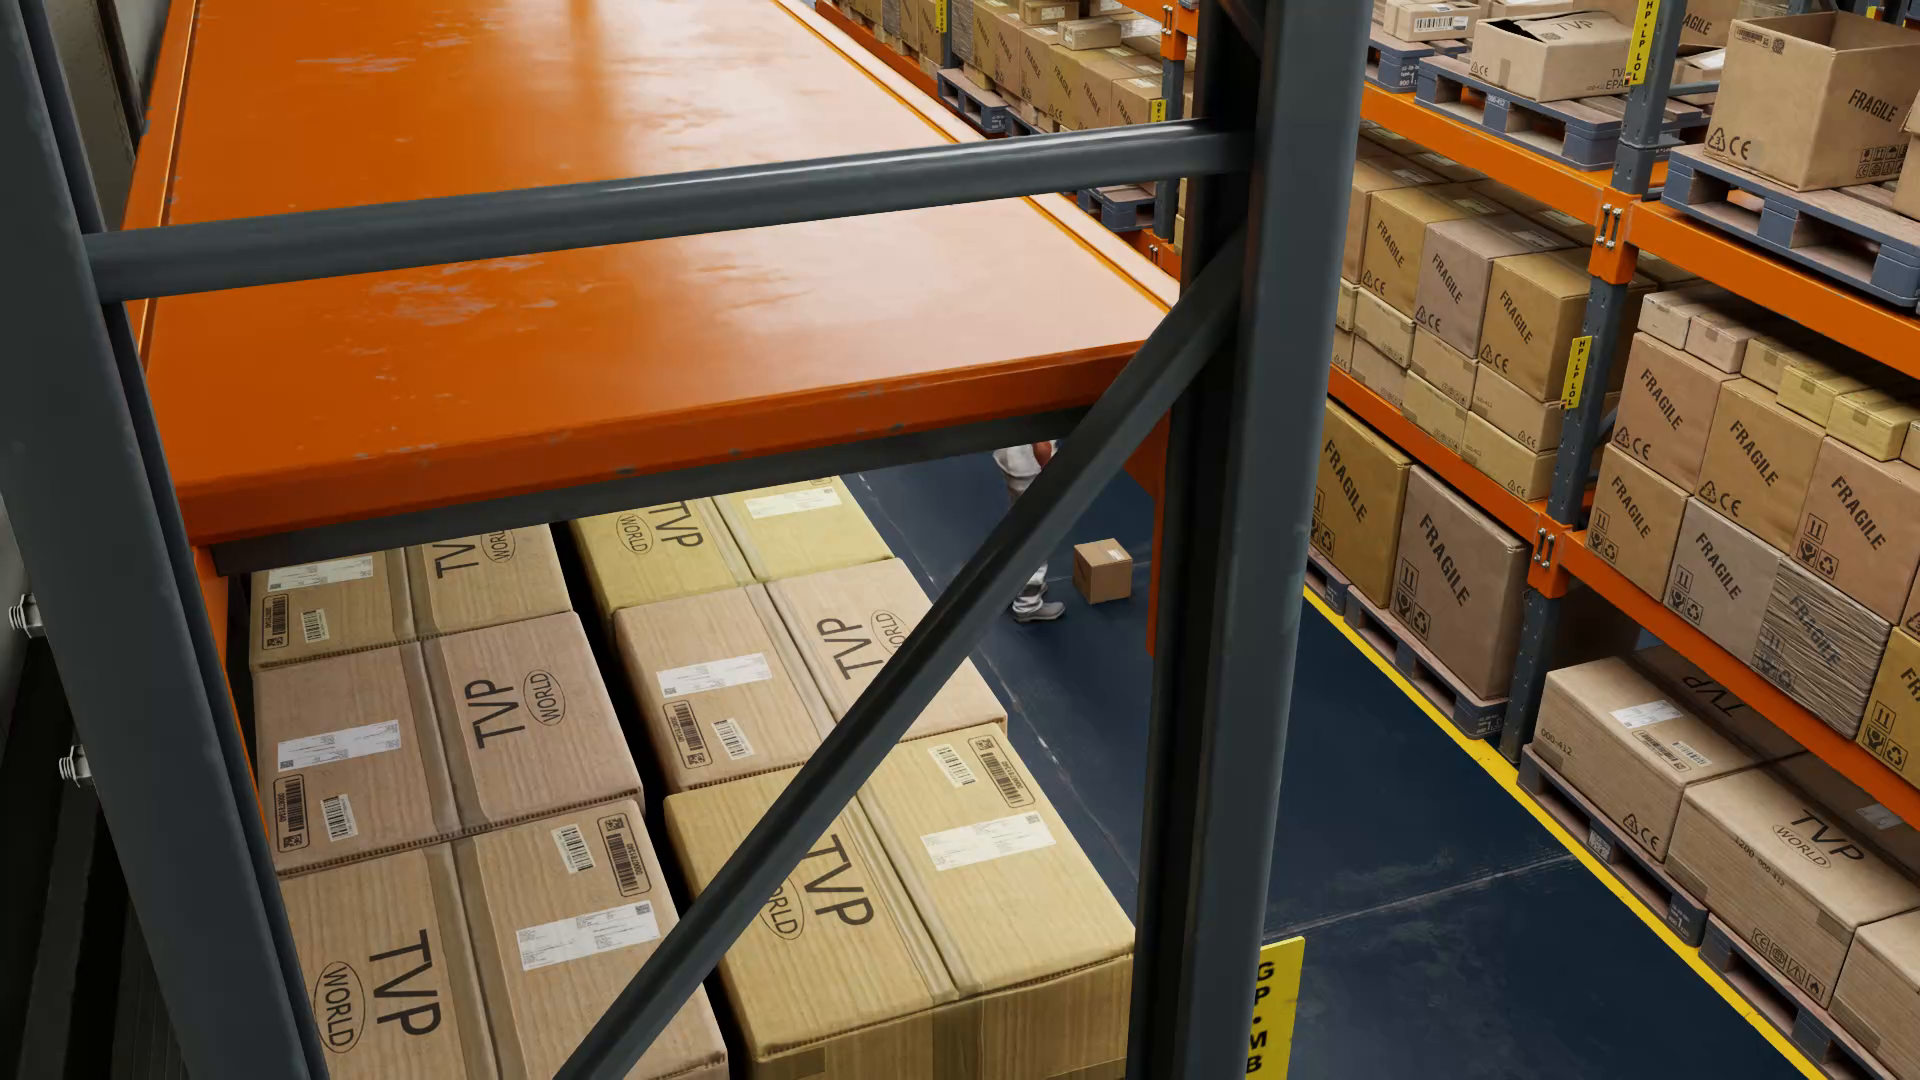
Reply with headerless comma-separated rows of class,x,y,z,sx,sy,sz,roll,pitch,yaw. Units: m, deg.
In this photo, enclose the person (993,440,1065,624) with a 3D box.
person,0.377,-0.413,8.855,0.388,1.769,0.533,-10,31,-17
